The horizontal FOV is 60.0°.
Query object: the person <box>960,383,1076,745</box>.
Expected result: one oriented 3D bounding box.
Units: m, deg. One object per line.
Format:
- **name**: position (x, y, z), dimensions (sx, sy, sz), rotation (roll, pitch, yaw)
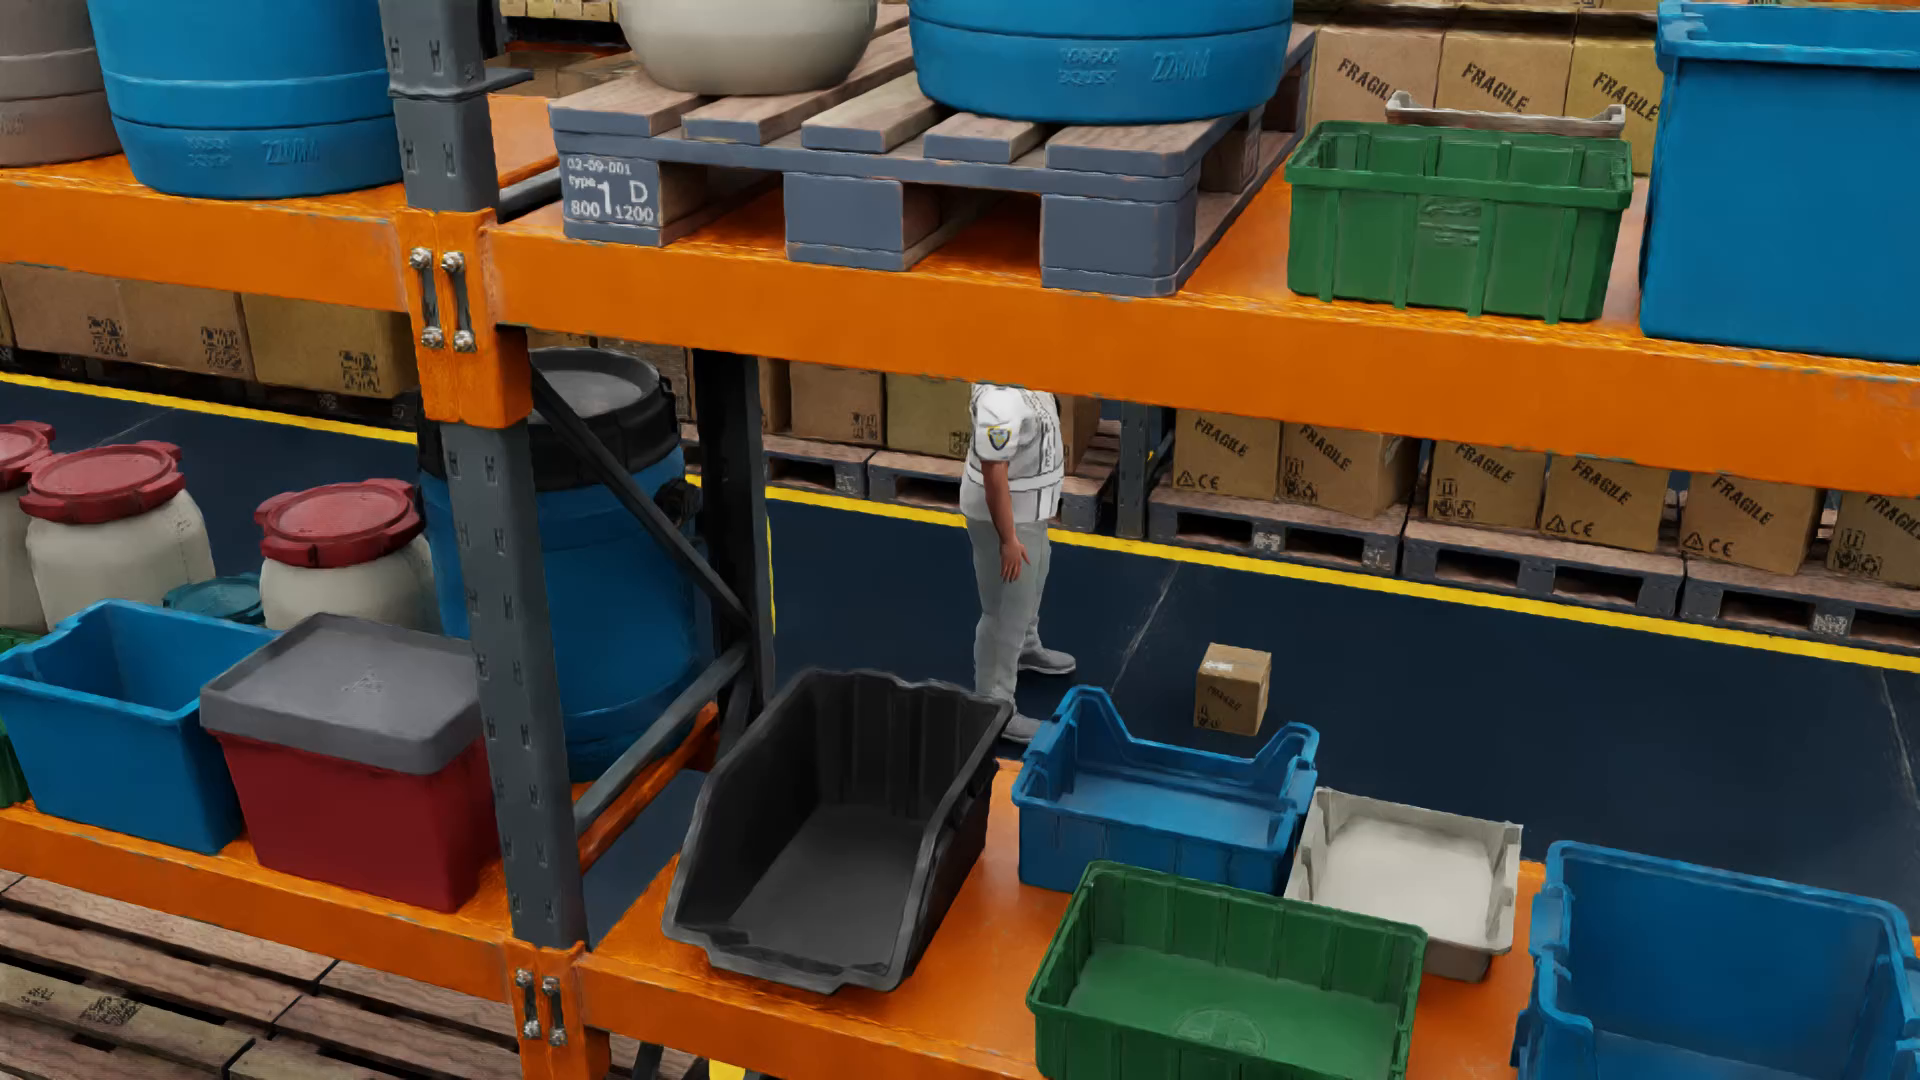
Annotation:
- **person**: position (0.238, -0.130, 6.340), dimensions (0.481, 1.741, 0.689), rotation (1, 26, 1)
